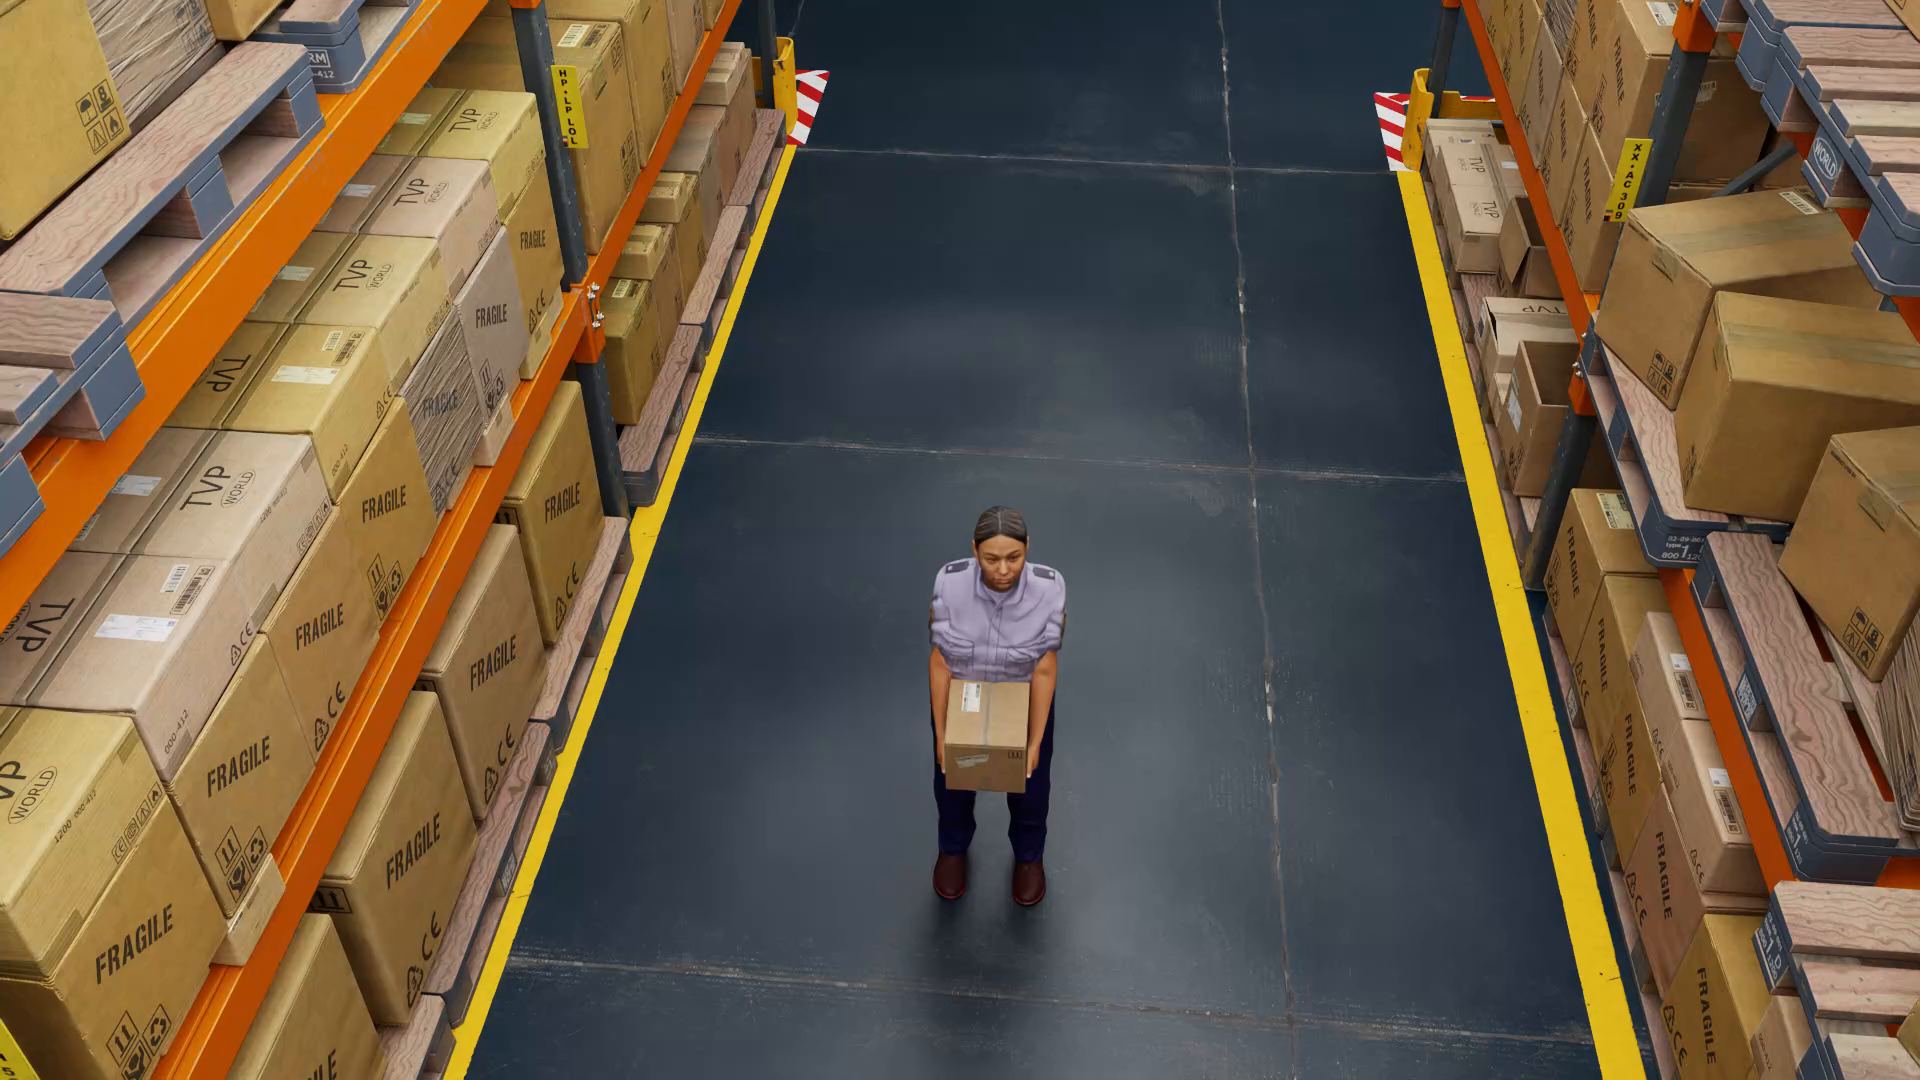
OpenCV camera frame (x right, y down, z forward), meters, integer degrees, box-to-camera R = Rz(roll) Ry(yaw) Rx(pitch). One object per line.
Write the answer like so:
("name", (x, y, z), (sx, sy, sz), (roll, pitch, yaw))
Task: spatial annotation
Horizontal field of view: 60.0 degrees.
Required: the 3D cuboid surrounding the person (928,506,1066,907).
("person", (0.111, 0.610, 5.457), (0.434, 1.646, 0.522), (3, 40, 3))
